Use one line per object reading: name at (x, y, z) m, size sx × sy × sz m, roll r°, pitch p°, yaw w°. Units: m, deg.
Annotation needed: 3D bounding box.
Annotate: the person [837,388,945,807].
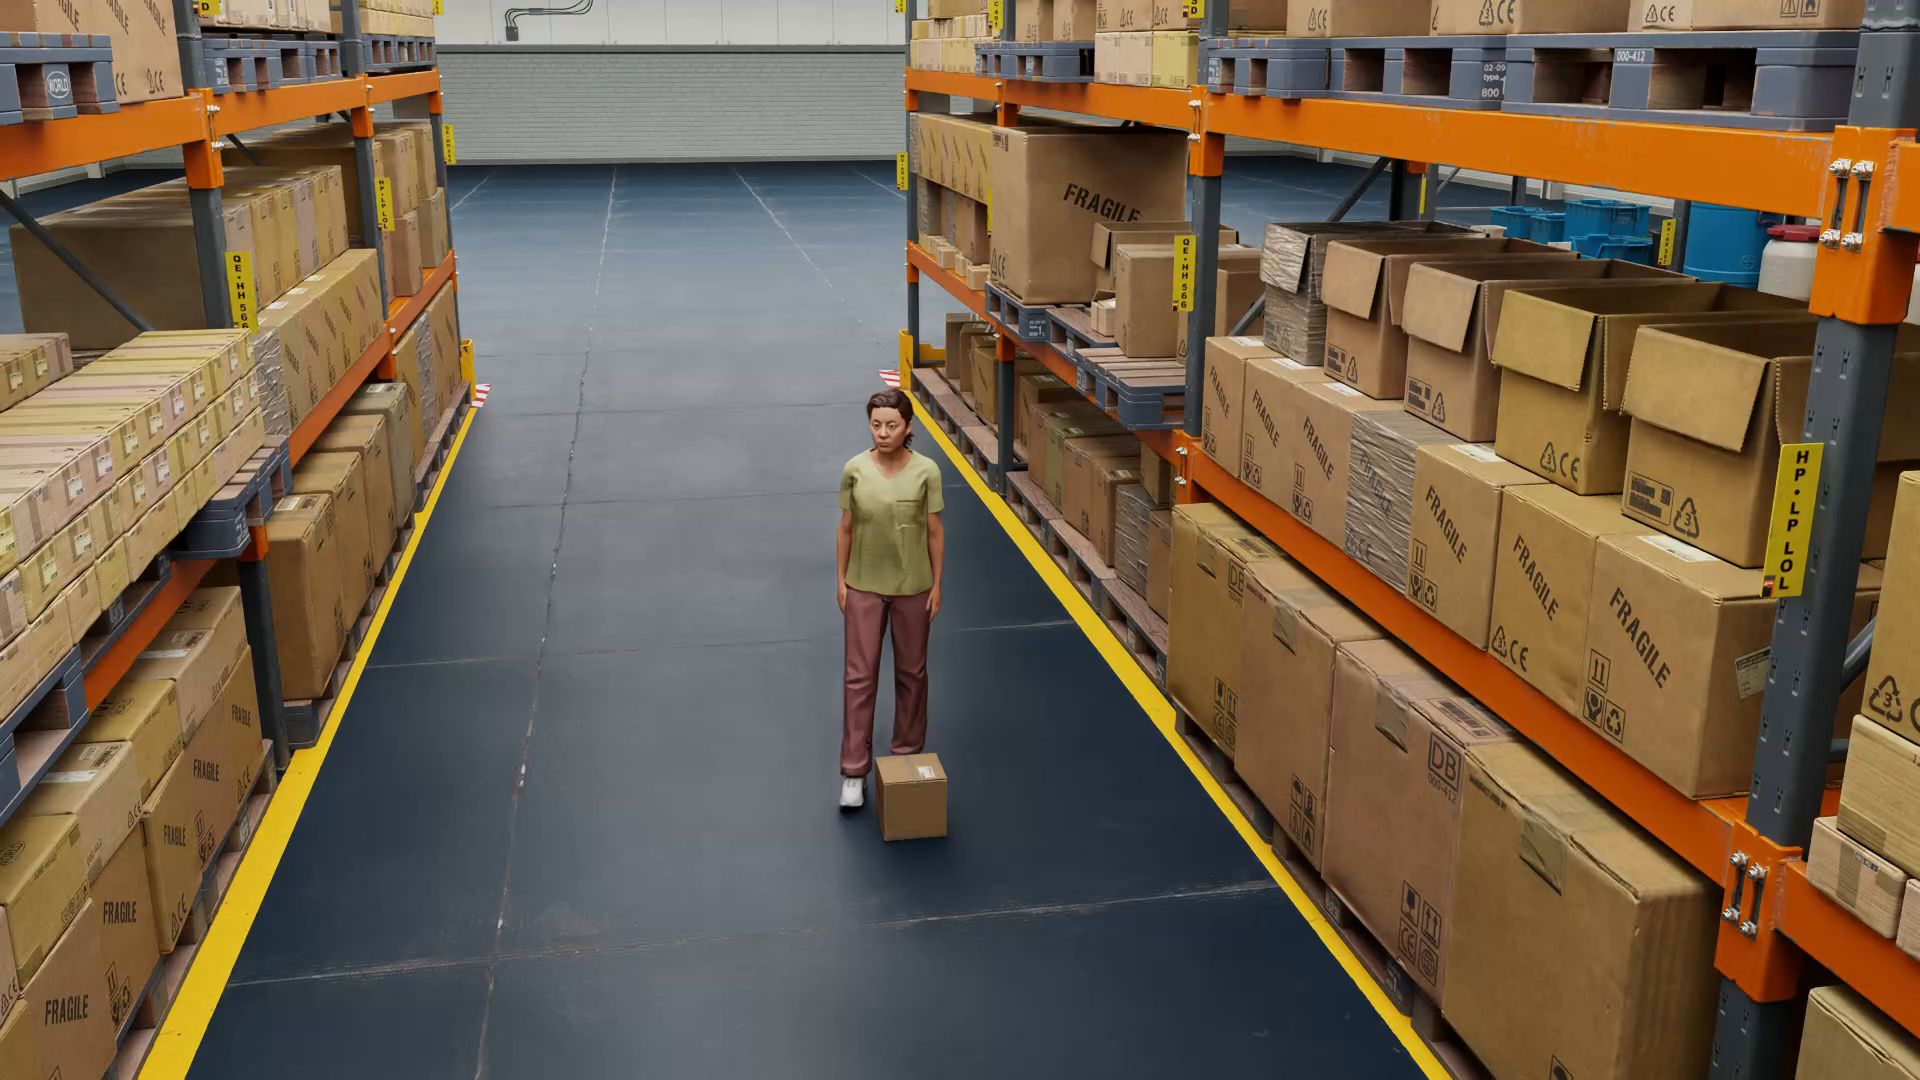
person at (-0.290, 0.226, 6.760) m, size 0.446 × 1.664 × 0.589 m, roll 1°, pitch 16°, yaw 2°
